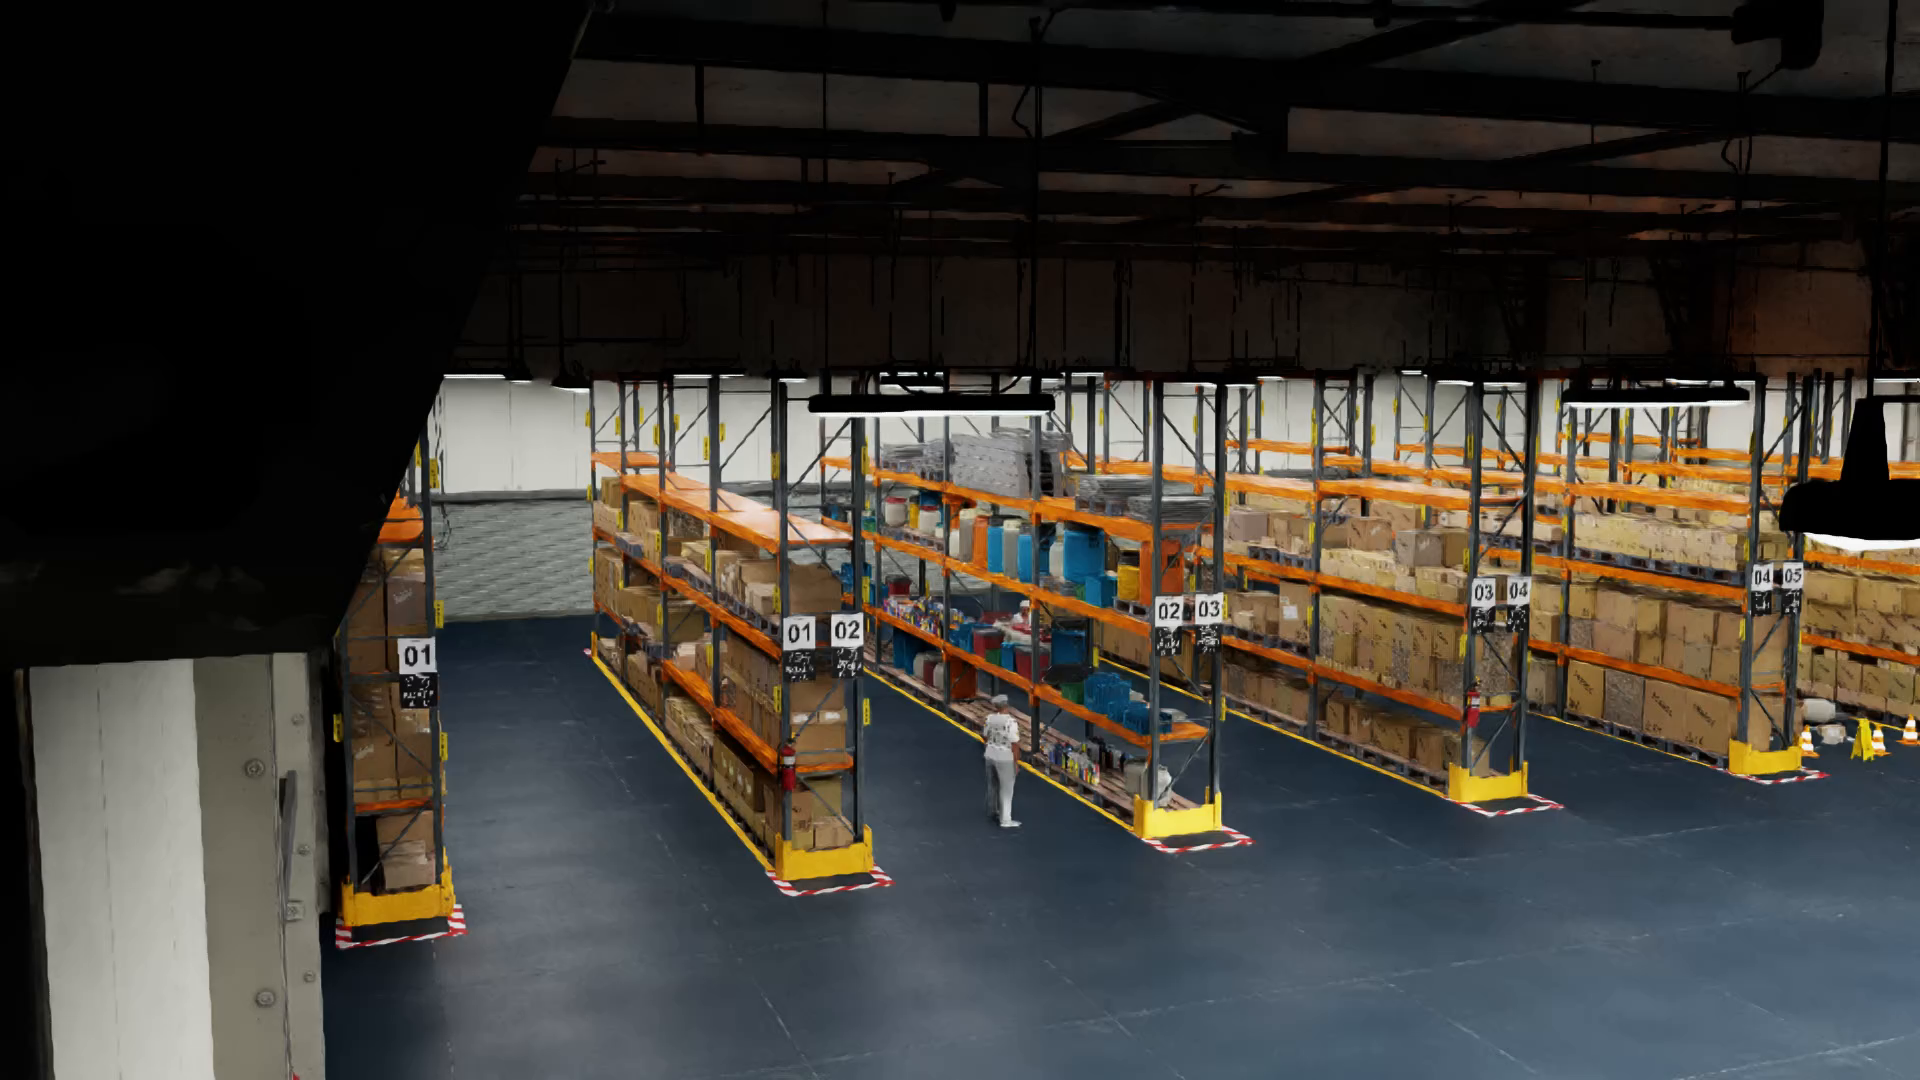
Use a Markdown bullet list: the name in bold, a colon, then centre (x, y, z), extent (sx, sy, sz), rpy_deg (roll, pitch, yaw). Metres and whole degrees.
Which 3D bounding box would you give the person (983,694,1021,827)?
- **person**: centre (0.579, 2.953, 22.377), extent (0.593, 1.759, 0.476), rpy_deg (5, 8, 39)

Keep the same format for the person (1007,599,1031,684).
- **person**: centre (1.212, 1.962, 31.430), extent (0.557, 1.708, 1.125), rpy_deg (-3, 7, -22)
